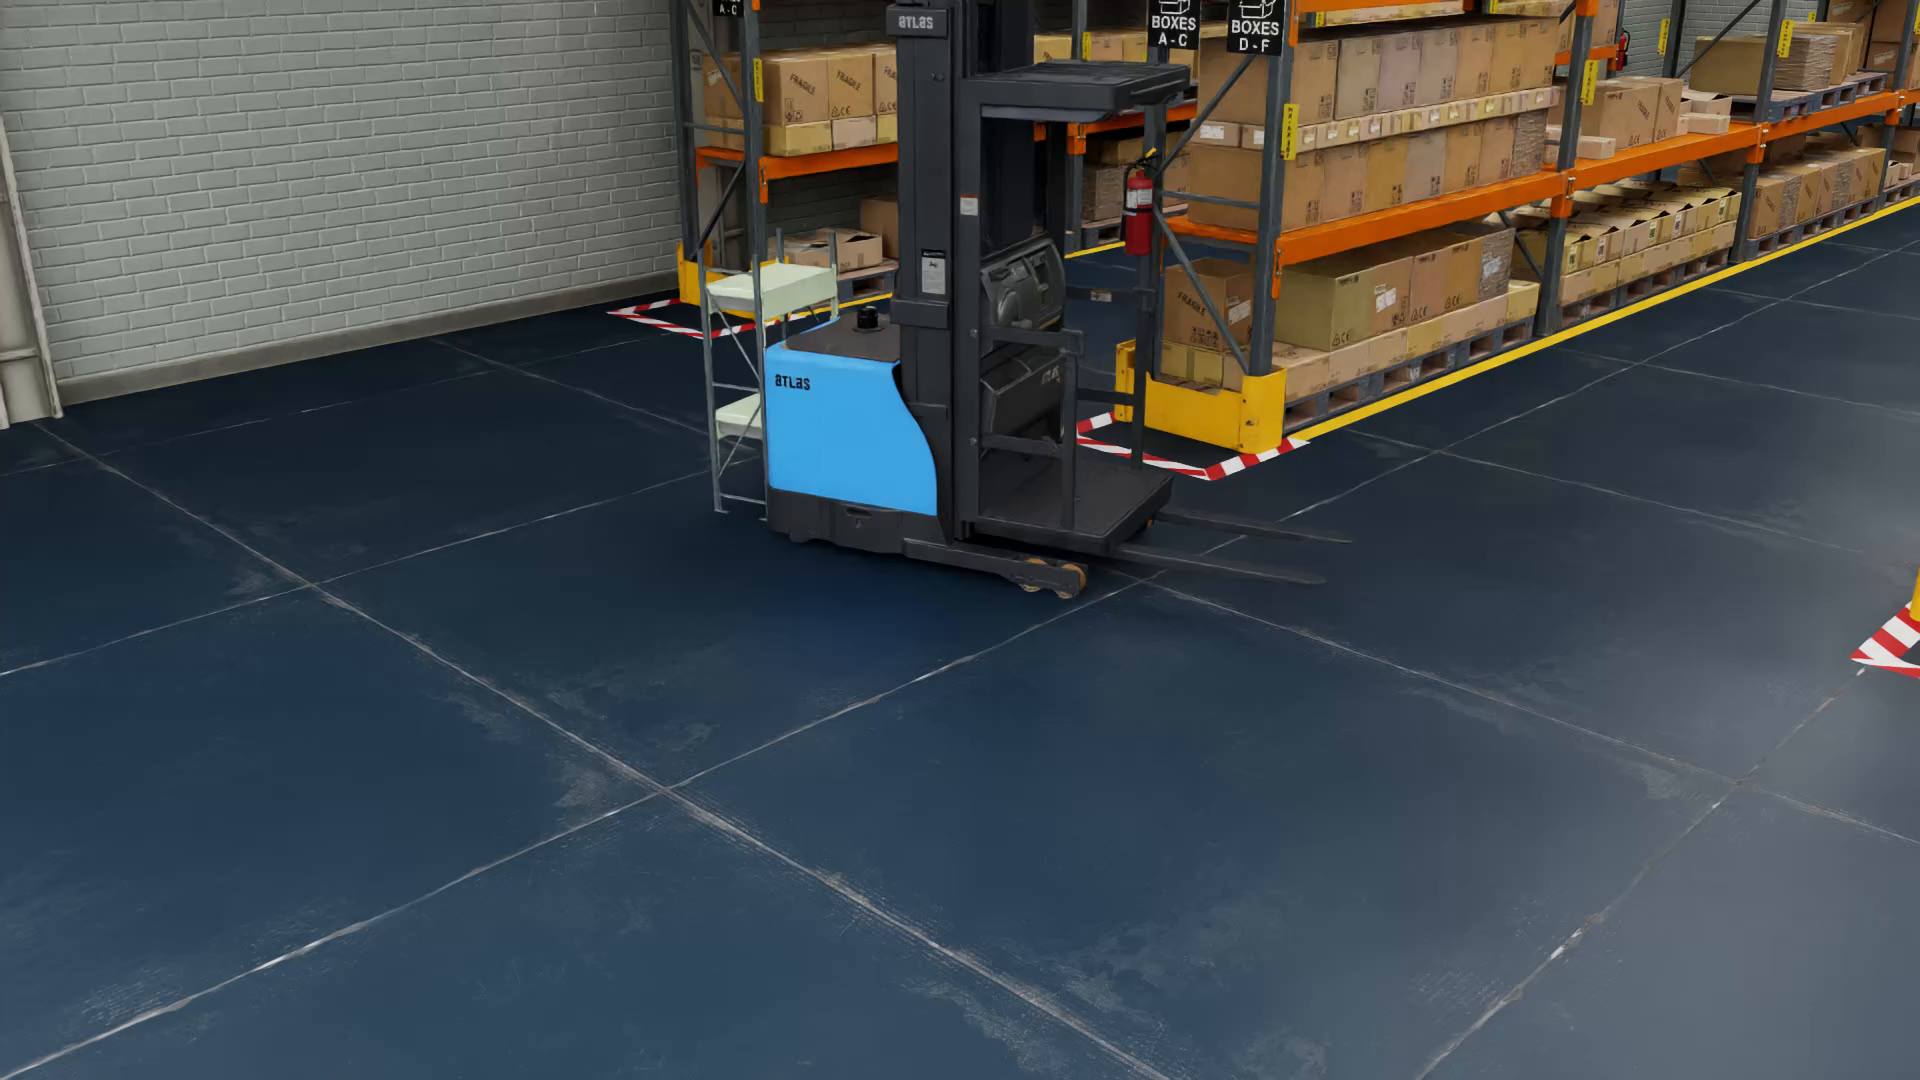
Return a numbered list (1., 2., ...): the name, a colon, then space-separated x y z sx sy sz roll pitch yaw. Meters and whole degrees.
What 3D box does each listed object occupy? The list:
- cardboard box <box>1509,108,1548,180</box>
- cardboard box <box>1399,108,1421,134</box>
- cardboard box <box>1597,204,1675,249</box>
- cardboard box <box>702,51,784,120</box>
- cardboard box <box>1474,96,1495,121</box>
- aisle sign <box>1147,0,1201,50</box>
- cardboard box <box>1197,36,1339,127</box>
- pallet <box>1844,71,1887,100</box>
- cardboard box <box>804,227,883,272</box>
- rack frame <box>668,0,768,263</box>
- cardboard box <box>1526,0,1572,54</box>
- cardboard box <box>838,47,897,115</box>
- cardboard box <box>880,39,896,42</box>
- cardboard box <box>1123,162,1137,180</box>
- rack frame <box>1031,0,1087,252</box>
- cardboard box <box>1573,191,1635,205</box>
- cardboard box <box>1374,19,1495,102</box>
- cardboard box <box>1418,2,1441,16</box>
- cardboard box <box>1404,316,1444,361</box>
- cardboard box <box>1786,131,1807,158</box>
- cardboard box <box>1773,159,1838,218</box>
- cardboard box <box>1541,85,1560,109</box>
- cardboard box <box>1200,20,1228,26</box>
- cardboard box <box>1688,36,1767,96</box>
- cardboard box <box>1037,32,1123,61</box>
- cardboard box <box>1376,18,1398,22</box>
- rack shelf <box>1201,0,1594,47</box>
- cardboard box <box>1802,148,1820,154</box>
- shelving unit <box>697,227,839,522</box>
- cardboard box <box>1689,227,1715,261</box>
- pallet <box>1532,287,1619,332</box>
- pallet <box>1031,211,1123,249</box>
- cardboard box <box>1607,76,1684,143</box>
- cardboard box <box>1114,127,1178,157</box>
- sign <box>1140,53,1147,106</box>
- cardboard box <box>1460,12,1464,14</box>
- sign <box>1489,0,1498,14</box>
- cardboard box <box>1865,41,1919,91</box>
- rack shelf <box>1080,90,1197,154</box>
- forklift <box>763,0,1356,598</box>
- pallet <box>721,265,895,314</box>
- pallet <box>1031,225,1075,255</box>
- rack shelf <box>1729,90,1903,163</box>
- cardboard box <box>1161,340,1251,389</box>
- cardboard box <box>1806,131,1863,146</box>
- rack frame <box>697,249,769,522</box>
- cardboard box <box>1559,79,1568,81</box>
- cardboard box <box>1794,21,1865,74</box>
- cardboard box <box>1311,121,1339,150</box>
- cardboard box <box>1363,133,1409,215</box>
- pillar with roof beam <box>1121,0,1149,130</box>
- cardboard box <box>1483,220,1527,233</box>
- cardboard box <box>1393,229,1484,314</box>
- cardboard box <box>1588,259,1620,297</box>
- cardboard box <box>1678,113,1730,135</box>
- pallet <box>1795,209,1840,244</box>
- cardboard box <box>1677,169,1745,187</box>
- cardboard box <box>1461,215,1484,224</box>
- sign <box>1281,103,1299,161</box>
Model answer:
1. cardboard box: 4.053 -3.085 12.782 0.700 0.500 0.500 18 28 39
2. cardboard box: 2.892 -2.854 11.276 0.380 0.149 0.250 19 28 40
3. cardboard box: 5.896 -2.768 14.561 0.500 0.311 0.500 -19 28 -41
4. cardboard box: -1.808 -3.829 13.991 0.500 0.500 0.500 19 28 40
5. cardboard box: 3.610 -3.119 11.965 0.380 0.149 0.250 19 28 40
6. aisle sign: 1.311 -3.396 10.106 0.394 0.787 0.004 19 28 41
7. cardboard box: 1.939 -2.909 10.514 0.700 0.500 0.500 19 28 41
8. pallet: 9.303 -4.943 18.022 1.003 0.211 1.213 19 28 41
9. cardboard box: -1.040 -2.617 14.837 0.500 0.311 0.500 -17 27 -38
10. rack frame: -1.985 -3.365 13.649 1.000 3.000 0.127 19 28 41
11. cardboard box: 7.790 -7.101 22.950 0.980 0.700 0.700 18 27 38
12. cardboard box: -0.719 -3.958 14.326 0.500 0.500 0.500 18 27 39
13. cardboard box: -0.387 -4.355 15.361 0.500 0.500 0.500 -19 28 -41
14. cardboard box: 1.632 -3.771 17.575 0.700 0.500 0.500 19 28 40
15. rack frame: 0.806 -4.393 16.324 1.000 3.000 0.127 19 28 41
16. cardboard box: 5.854 -3.028 15.238 0.500 0.311 0.500 18 28 39
17. cardboard box: 3.351 -3.432 11.876 0.700 0.500 0.500 19 28 41
18. cardboard box: 5.525 -6.550 20.309 0.500 0.250 0.500 -19 28 -41
19. cardboard box: 3.148 -1.506 12.059 0.500 0.250 0.500 19 28 41
20. cardboard box: 8.729 -4.279 17.852 0.500 0.250 0.500 19 28 41
21. cardboard box: 8.745 -3.666 17.302 0.500 0.500 0.500 18 27 39
22. cardboard box: 4.321 -3.380 12.645 0.380 0.149 0.250 19 28 41
23. cardboard box: 2.905 -5.400 18.190 0.700 0.500 0.500 16 26 36
24. cardboard box: 7.507 -4.615 16.177 0.700 0.500 0.500 9 23 23
25. cardboard box: 1.185 -4.768 16.545 0.700 0.500 0.500 19 28 41
26. cardboard box: 4.837 -5.937 19.757 0.500 0.500 0.500 19 28 40
27. rack shelf: 2.962 -3.705 11.354 1.077 0.370 4.000 19 28 41
28. cardboard box: 9.062 -4.046 18.291 0.500 0.500 0.500 -20 28 -41
29. shelving unit: -1.051 -0.951 9.448 0.431 1.500 0.755 11 23 28
30. cardboard box: 6.599 -2.765 15.336 0.500 0.250 0.500 19 28 40
31. pallet: 4.844 -2.052 14.119 1.003 0.211 1.213 19 28 41
32. pallet: 1.348 -3.292 17.346 1.003 0.211 1.213 19 28 41
33. cardboard box: 5.989 -3.794 14.625 0.500 0.500 0.500 17 27 38
34. cardboard box: 1.972 -4.224 17.709 0.500 0.250 0.500 18 28 39
35. sign: 1.188 -2.917 10.538 0.100 0.325 0.005 19 28 41
36. cardboard box: 6.245 -6.463 21.126 0.500 0.500 0.500 19 28 40
37. sign: 6.782 -6.820 21.134 0.100 0.325 0.005 19 28 41
38. cardboard box: 10.489 -5.320 18.596 0.500 0.500 0.500 -19 28 -41
39. rack shelf: 2.201 -4.572 17.790 1.077 0.370 4.000 19 28 41
40. forklift: 0.508 -1.295 8.359 3.031 2.935 1.130 10 23 24
41. pallet: -1.339 -2.283 14.720 1.003 0.211 1.213 19 28 41
42. pallet: 0.363 -2.910 16.352 1.003 0.211 1.213 19 28 41
43. rack shelf: 8.543 -4.361 17.242 1.077 0.370 4.000 19 28 41
44. cardboard box: 1.730 -1.251 11.394 0.500 0.250 0.500 19 28 41
45. cardboard box: 10.133 -4.467 19.386 0.500 0.500 0.500 19 28 41
46. rack frame: -1.232 -0.837 9.150 0.400 1.500 0.023 11 23 28
47. cardboard box: 8.801 -6.526 23.868 0.380 0.149 0.250 19 28 40
48. cardboard box: 9.448 -5.388 18.186 0.700 0.500 0.500 9 23 23
49. cardboard box: 2.178 -2.591 10.592 0.380 0.149 0.250 18 28 39
50. cardboard box: 2.616 -2.552 11.394 0.700 0.500 0.500 19 28 41
51. pillar with roof beam: 5.154 -7.027 14.813 9.100 9.000 0.400 19 28 41
52. cardboard box: 4.435 -2.505 13.875 0.500 0.311 0.500 19 28 41
53. cardboard box: 3.488 -1.988 12.268 0.500 0.500 0.500 19 28 41
54. cardboard box: 5.174 -2.240 13.968 0.500 0.250 0.500 -19 28 -41
55. cardboard box: 6.719 -3.765 15.039 0.380 0.149 0.250 19 28 41
56. pallet: 8.547 -3.375 17.563 1.003 0.211 1.213 19 28 41
57. cardboard box: 7.632 -3.520 16.923 0.500 0.500 0.500 -19 28 -40
58. cardboard box: 3.810 -2.376 13.278 0.500 0.500 0.500 19 28 41
59. sign: 1.961 -2.427 9.890 0.100 0.325 0.005 19 28 41
